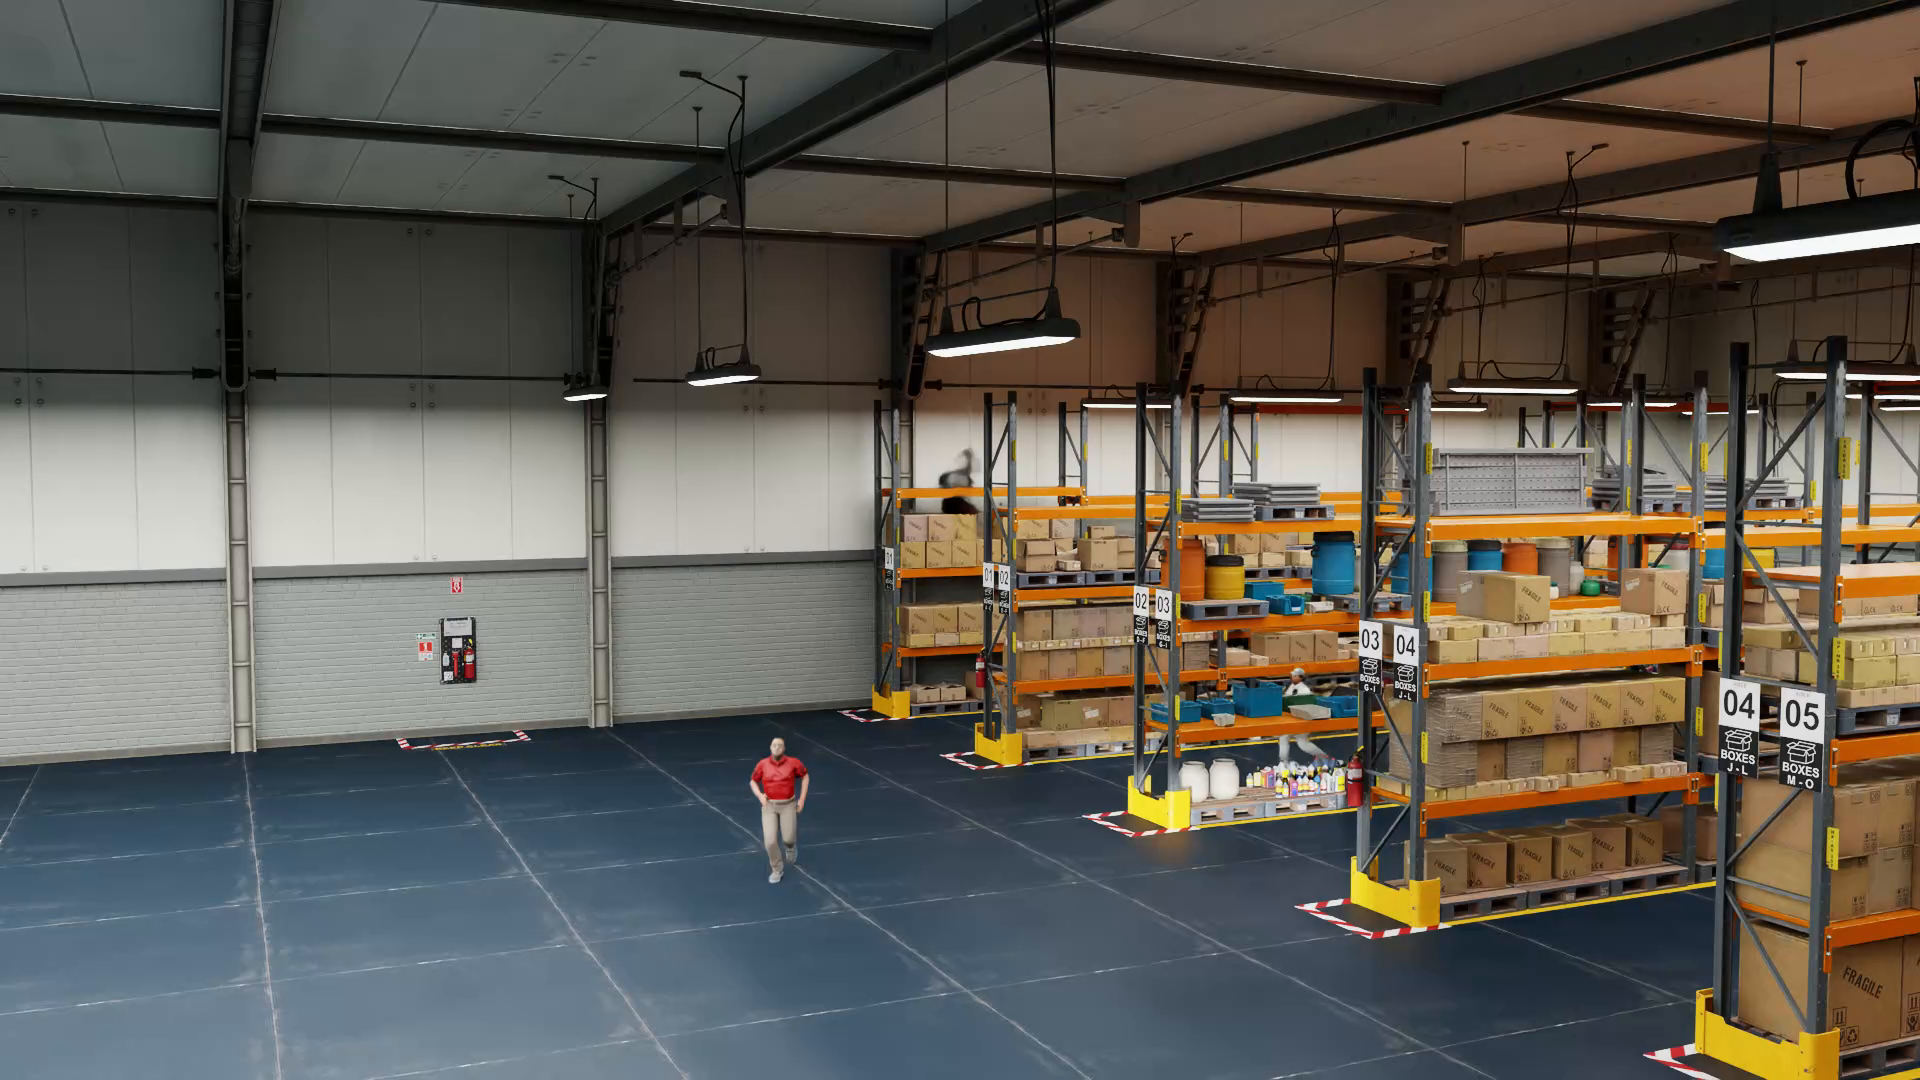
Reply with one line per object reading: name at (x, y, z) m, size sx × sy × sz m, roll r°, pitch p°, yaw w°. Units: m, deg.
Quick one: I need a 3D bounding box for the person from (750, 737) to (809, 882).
person at (-2.148, 3.183, 19.754) m, size 0.697 × 1.692 × 0.627 m, roll 0°, pitch 3°, yaw -3°

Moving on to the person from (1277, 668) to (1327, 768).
person at (5.265, 2.814, 25.973) m, size 0.904 × 1.643 × 0.614 m, roll -1°, pitch 4°, yaw -22°
